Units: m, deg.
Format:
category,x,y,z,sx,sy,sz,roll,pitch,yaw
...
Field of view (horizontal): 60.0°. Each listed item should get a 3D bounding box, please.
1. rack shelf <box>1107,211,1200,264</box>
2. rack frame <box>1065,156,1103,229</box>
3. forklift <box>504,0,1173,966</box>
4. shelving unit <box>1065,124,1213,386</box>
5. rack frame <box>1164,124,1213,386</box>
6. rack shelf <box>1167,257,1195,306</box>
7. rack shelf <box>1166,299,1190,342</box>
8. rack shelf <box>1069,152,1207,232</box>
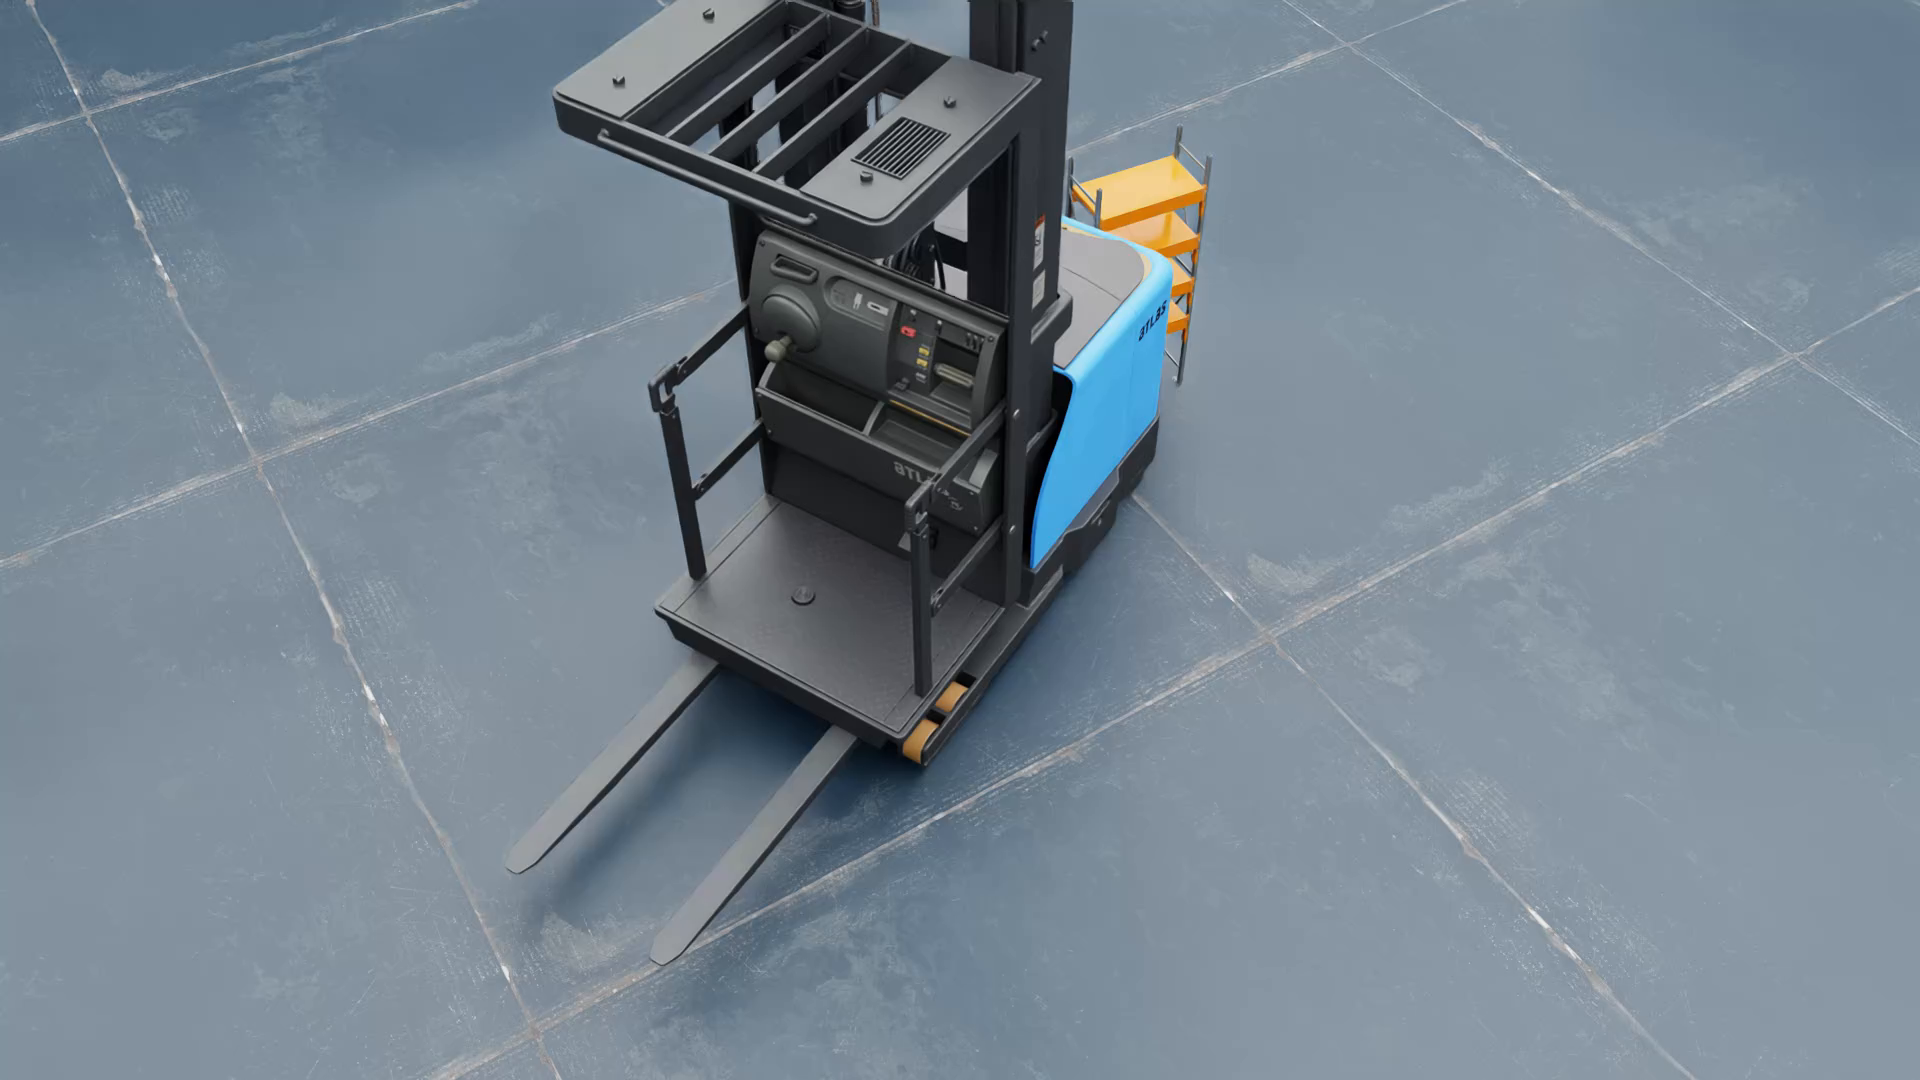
category,x,y,z,sx,sy,sz,roll,pitch,yaw
rack shelf,0.697,-1.182,6.735,0.480,0.148,0.258,-20,51,-17
rack frame,0.478,-0.997,6.780,0.015,1.200,0.240,-20,51,-17
forklift,-0.401,-0.578,5.248,1.130,2.935,3.031,25,53,21
shelving unit,0.697,-1.078,6.852,0.503,1.200,0.258,-20,51,-17
rack frame,0.915,-1.159,6.924,0.015,1.200,0.240,-20,51,-17
rack shelf,0.697,-1.033,6.902,0.480,0.148,0.258,-20,51,-17
rack shelf,0.697,-0.901,7.050,0.480,0.148,0.258,-20,51,-17
rack shelf,0.697,-1.339,6.558,0.480,0.148,0.258,-20,51,-17
